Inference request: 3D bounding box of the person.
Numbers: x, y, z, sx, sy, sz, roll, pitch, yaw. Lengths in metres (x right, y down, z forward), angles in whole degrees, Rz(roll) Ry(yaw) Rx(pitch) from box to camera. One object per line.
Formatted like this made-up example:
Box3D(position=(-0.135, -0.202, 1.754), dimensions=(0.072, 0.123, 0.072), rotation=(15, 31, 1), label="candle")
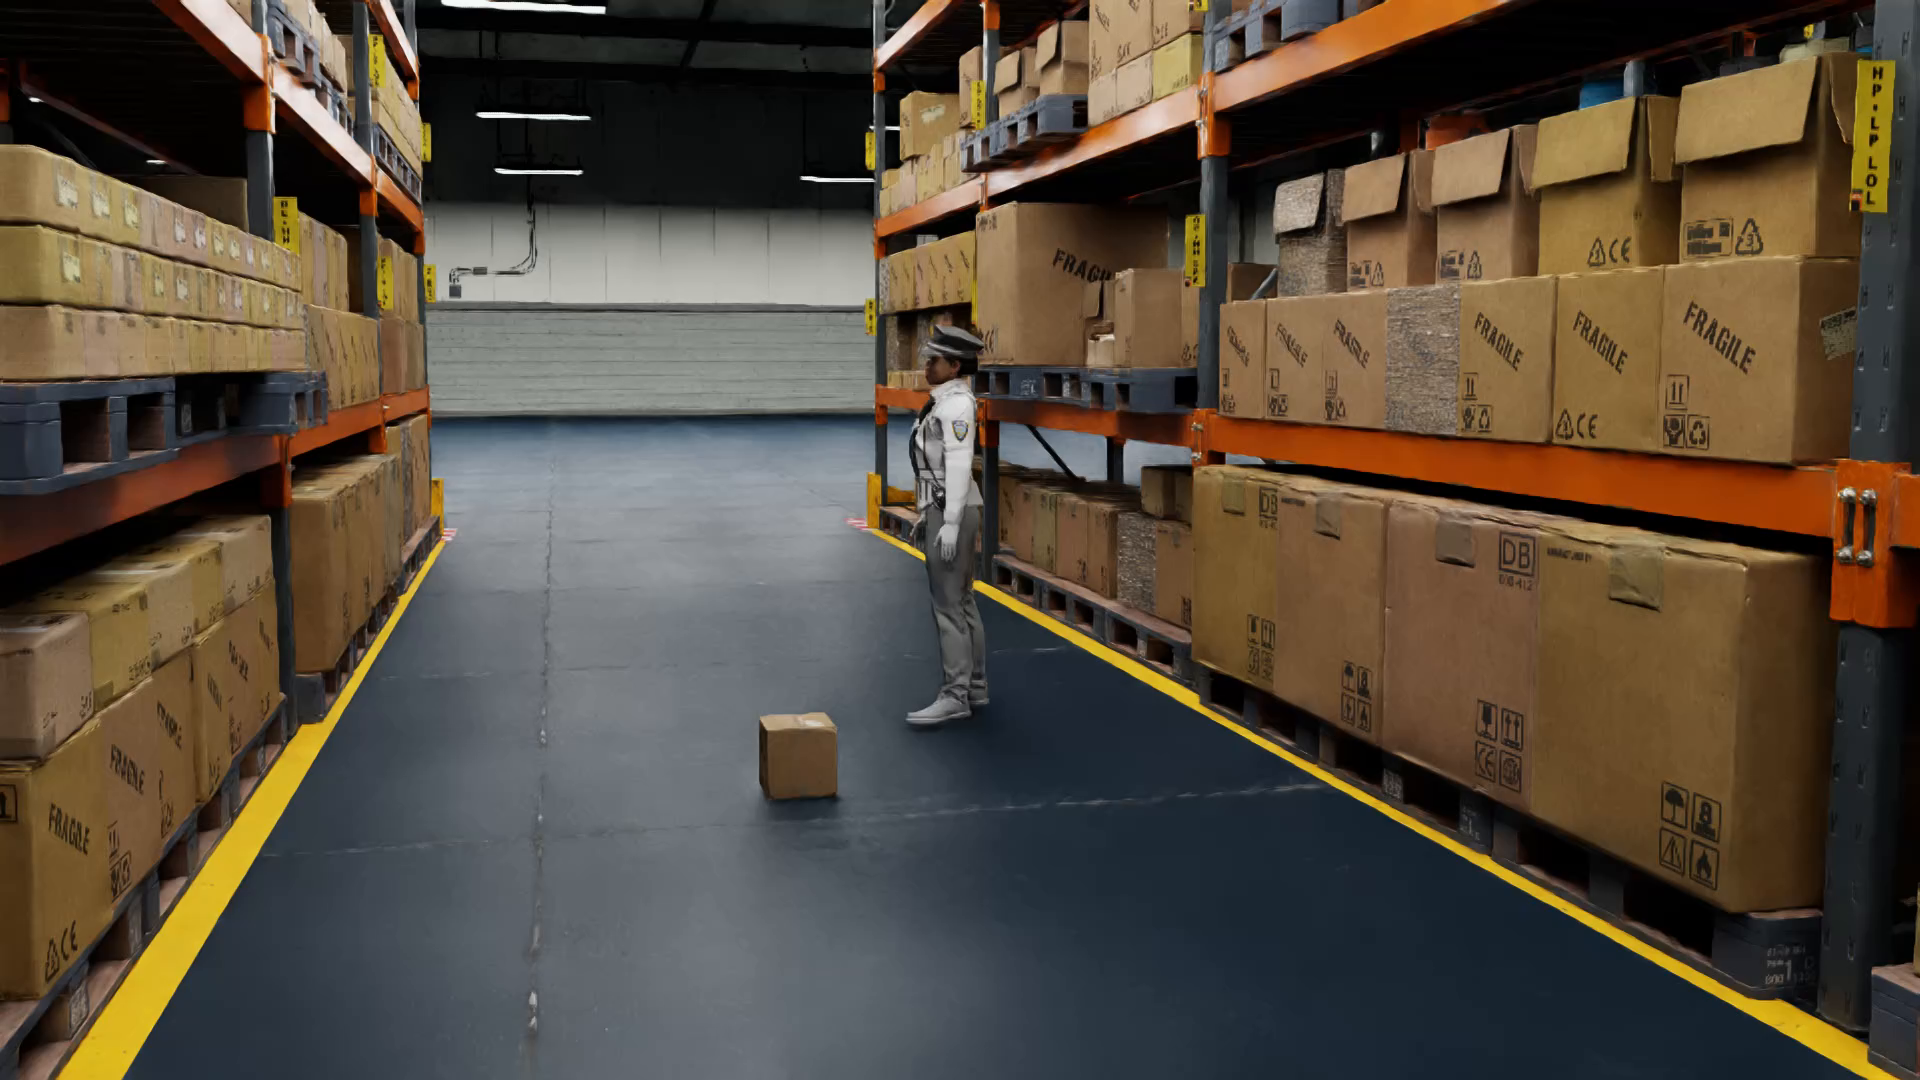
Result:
Box3D(position=(-0.050, -0.080, 7.130), dimensions=(0.357, 1.689, 0.608), rotation=(0, 6, 0), label="person")
